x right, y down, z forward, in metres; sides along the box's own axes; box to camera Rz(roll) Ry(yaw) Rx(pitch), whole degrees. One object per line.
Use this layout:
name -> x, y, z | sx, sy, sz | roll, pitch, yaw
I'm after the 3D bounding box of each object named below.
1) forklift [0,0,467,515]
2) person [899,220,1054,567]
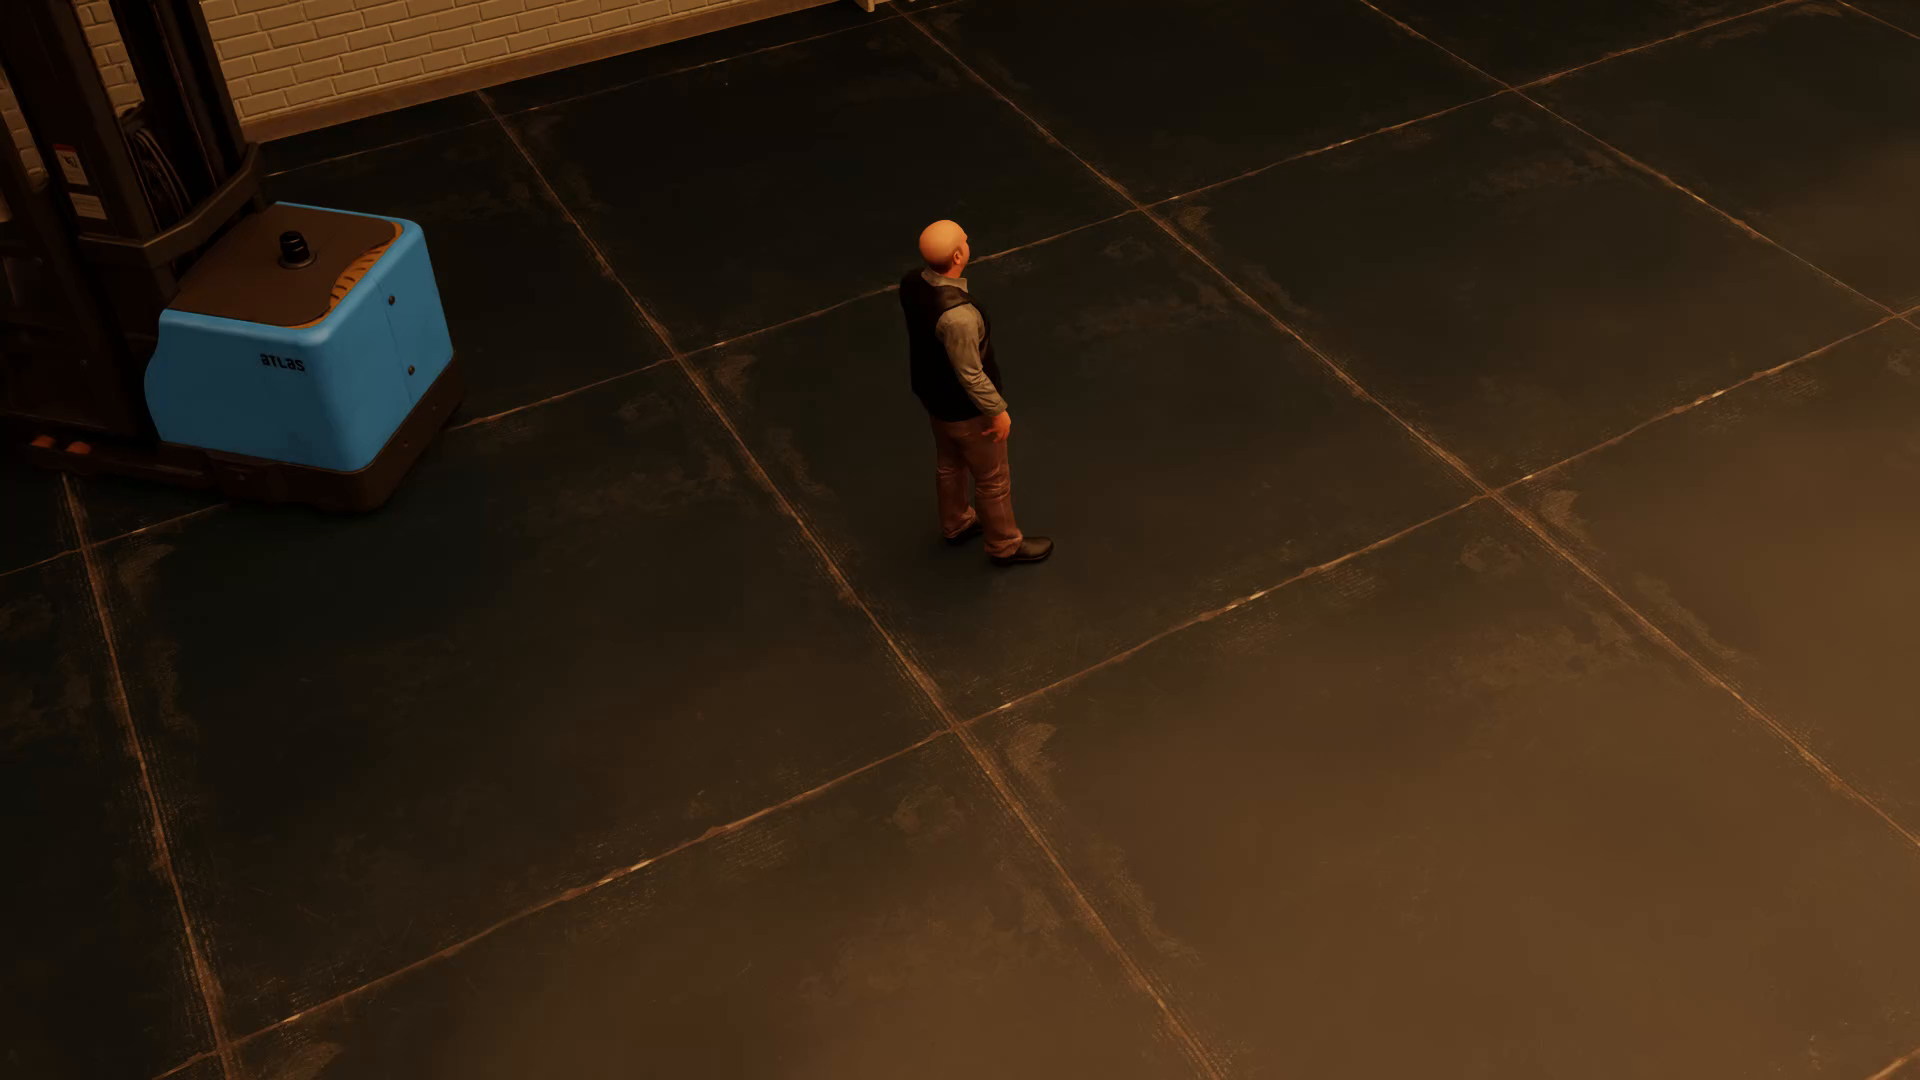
forklift -> -4.116, -1.732, 7.566 | 3.031, 2.935, 1.130 | 10, 44, 10
person -> 0.058, -0.653, 7.280 | 0.568, 1.720, 0.632 | -21, 47, -21
